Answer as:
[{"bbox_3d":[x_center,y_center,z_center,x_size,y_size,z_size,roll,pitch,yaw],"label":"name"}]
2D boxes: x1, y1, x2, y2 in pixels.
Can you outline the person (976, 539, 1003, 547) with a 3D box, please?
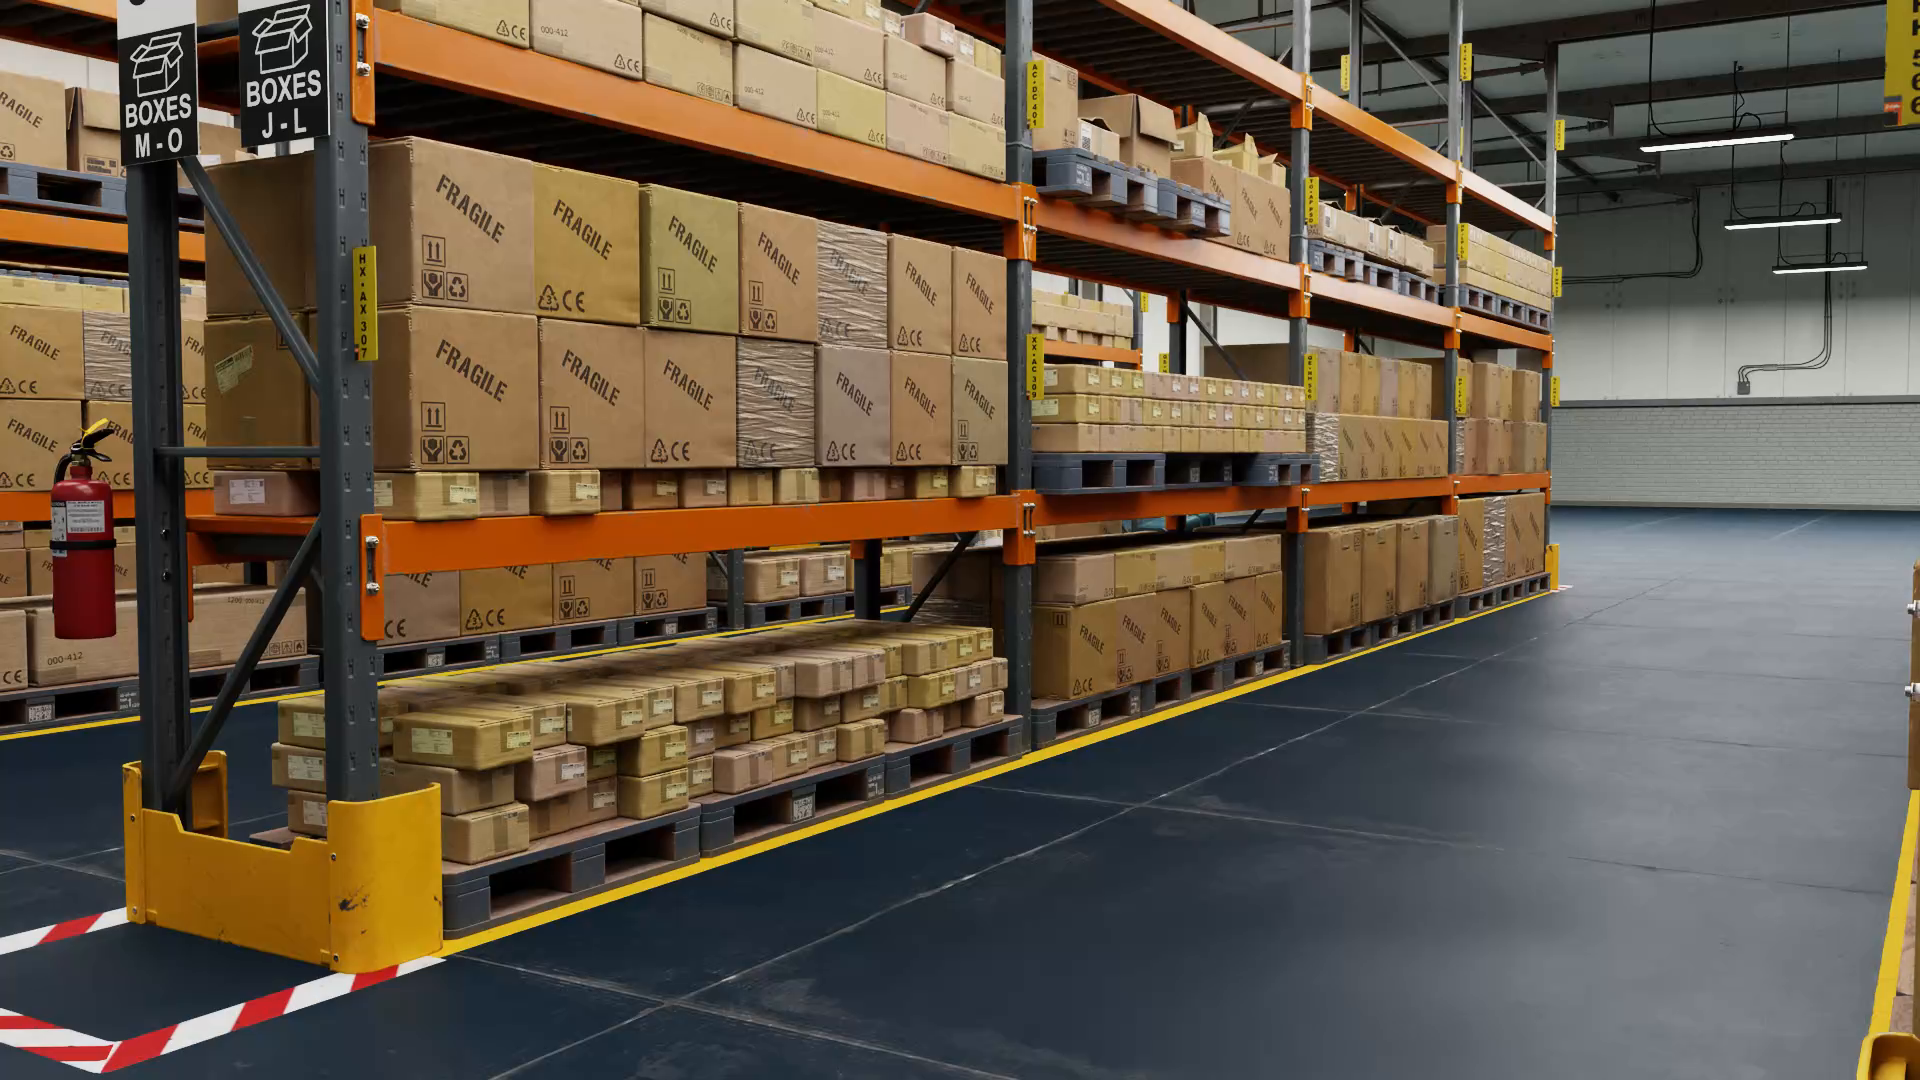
[{"bbox_3d":[0.426,0.364,15.149,0.458,0.757,0.905,2,3,29],"label":"person"}]
